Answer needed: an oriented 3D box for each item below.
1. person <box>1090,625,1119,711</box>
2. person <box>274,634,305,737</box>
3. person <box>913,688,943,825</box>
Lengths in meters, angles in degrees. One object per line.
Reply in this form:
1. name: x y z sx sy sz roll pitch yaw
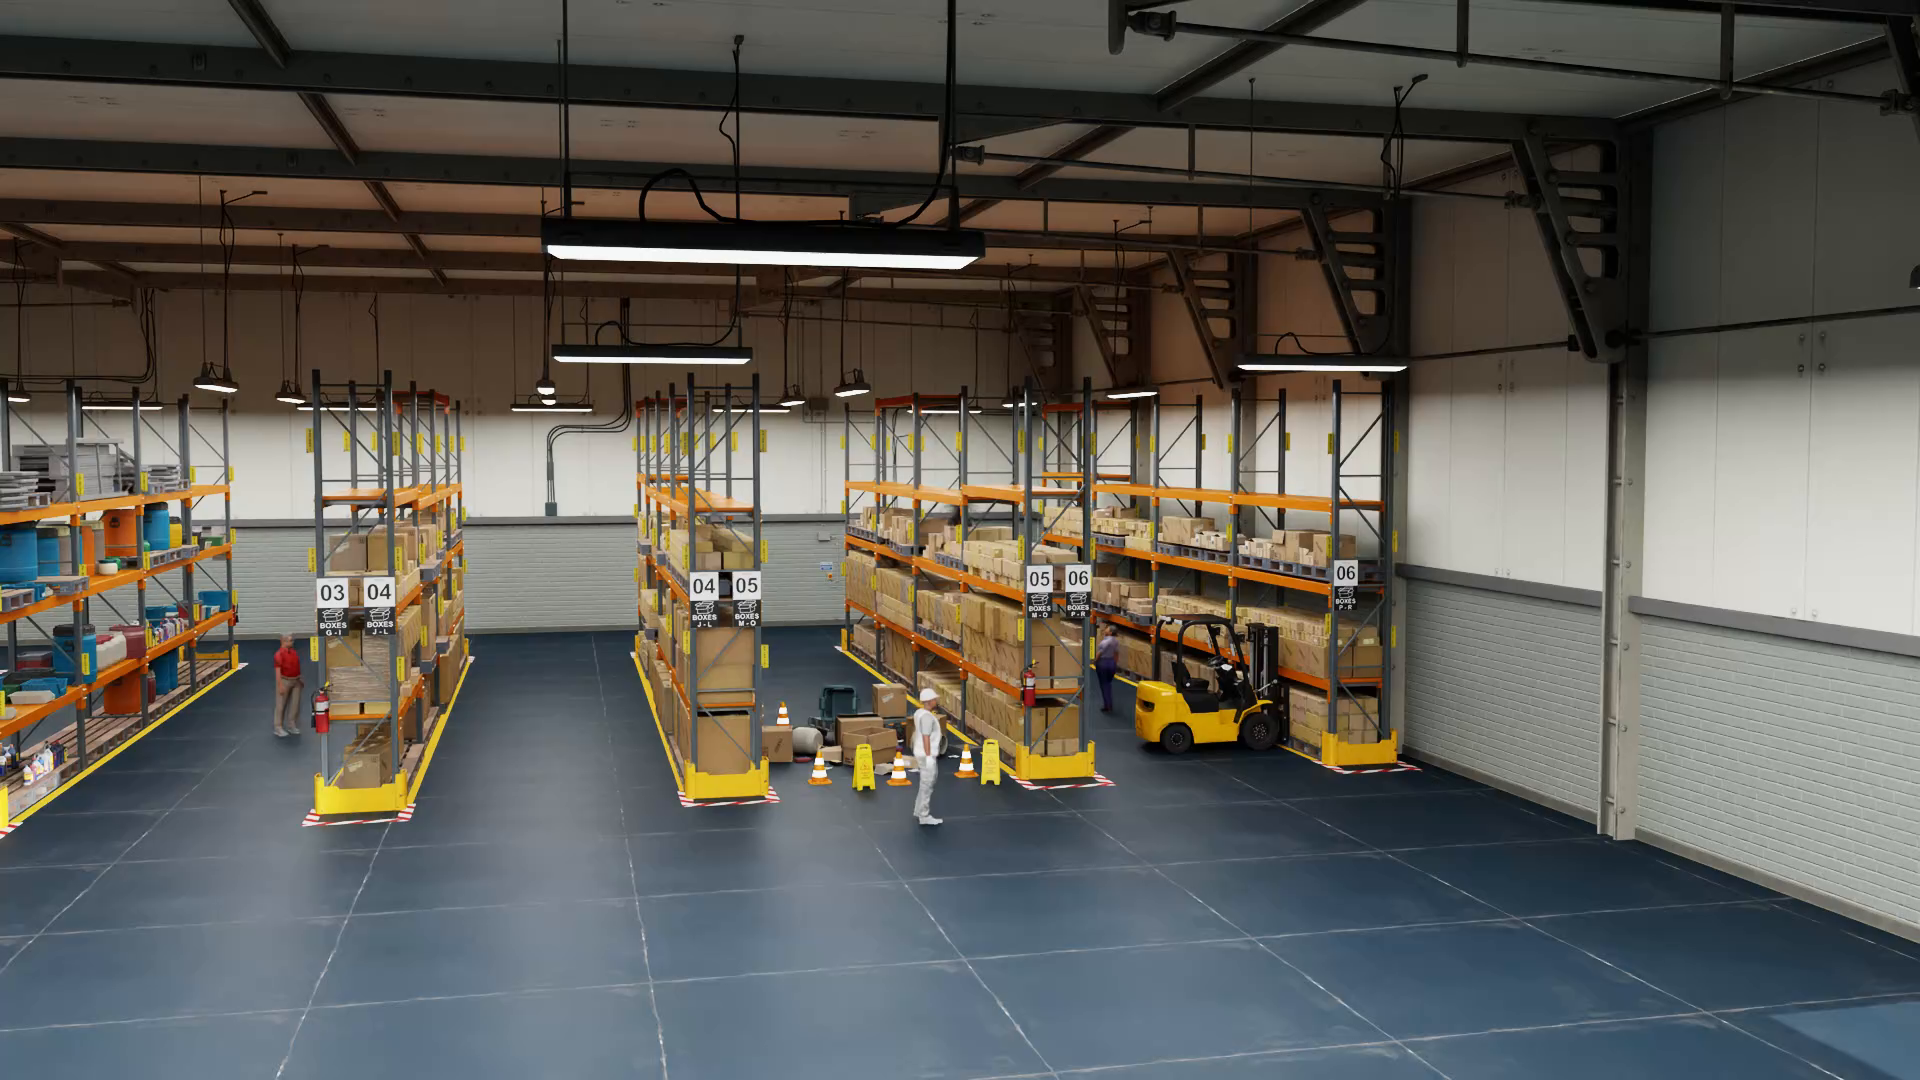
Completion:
1. person: 2.692 2.400 31.041 0.590 1.638 0.744 -1 4 -21
2. person: -11.558 2.486 28.616 0.386 1.740 0.589 2 4 26
3. person: -0.428 2.859 21.933 0.374 1.812 0.663 0 3 -7
